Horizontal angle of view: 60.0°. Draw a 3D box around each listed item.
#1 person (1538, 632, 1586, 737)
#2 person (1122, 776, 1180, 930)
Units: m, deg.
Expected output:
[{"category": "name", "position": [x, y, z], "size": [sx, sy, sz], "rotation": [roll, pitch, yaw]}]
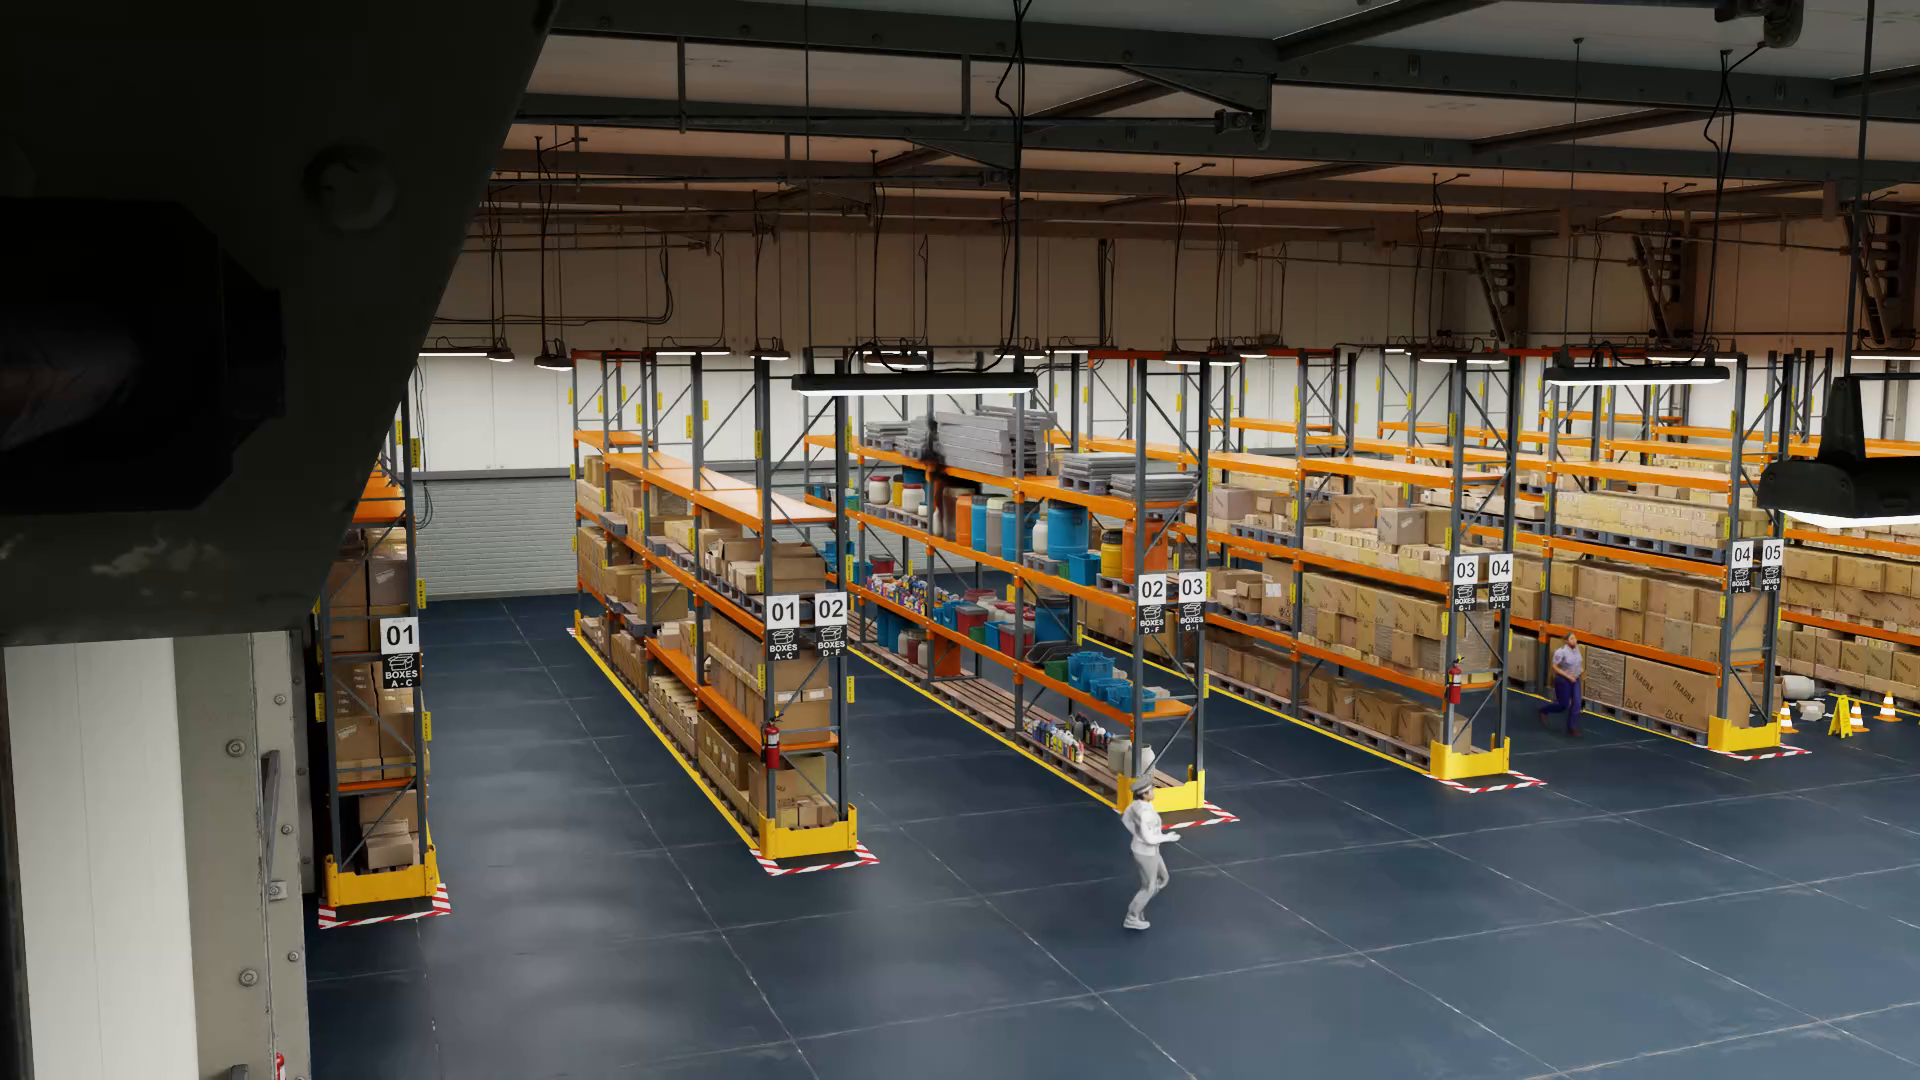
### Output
[{"category": "person", "position": [9.633, 2.263, 26.448], "size": [0.613, 1.640, 0.753], "rotation": [-3, 8, -26]}, {"category": "person", "position": [2.029, 3.308, 17.649], "size": [0.579, 1.658, 0.600], "rotation": [0, 7, -2]}]
